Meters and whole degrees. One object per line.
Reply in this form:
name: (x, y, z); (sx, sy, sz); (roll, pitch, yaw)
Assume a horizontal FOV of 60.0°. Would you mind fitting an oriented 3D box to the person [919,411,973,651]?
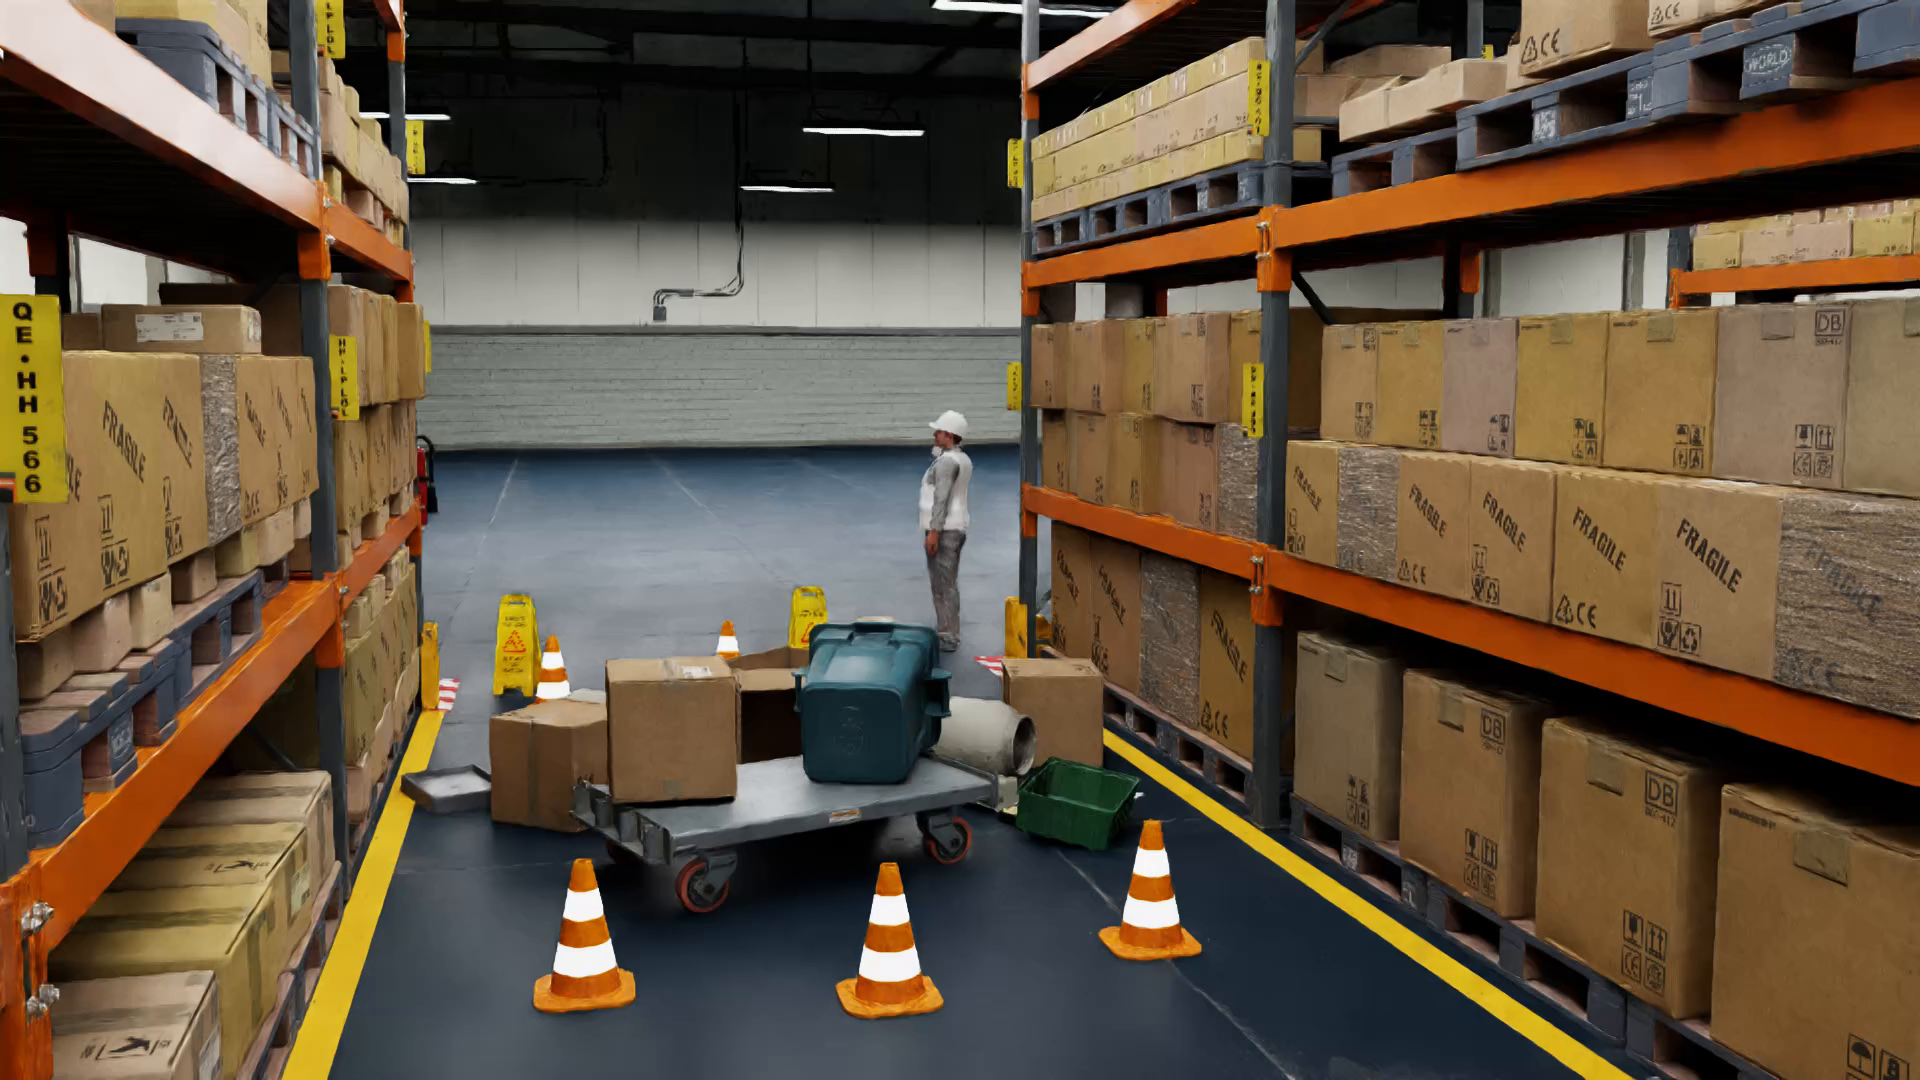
person: (-0.114, -0.070, 12.419); (0.365, 1.782, 0.637); (2, 6, 15)
